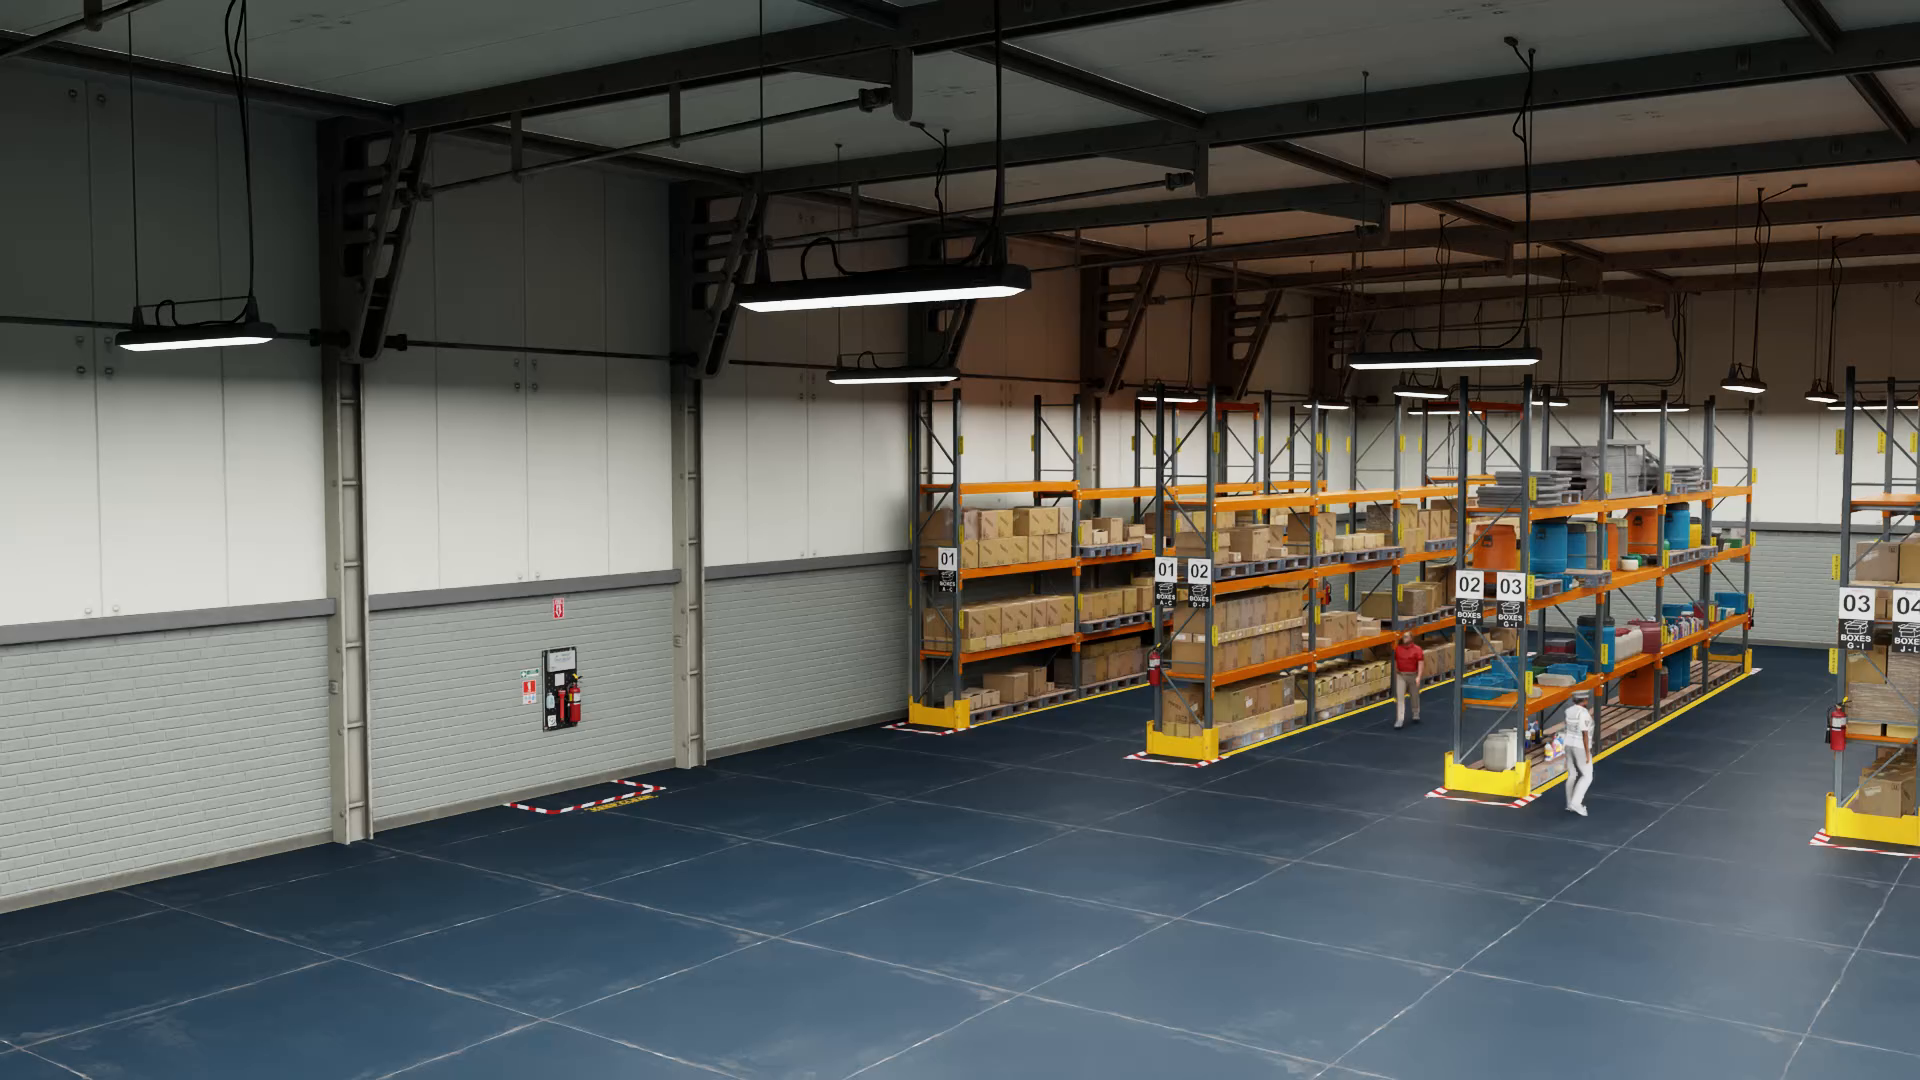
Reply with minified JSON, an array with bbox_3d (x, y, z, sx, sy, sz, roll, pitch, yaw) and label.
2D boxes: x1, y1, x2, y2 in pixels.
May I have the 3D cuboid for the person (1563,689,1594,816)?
[{"bbox_3d":[8.425,2.899,22.694,0.415,1.709,0.525,-1,3,-15],"label":"person"}]

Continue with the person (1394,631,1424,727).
[{"bbox_3d":[8.004,2.455,29.627,0.517,1.671,1.070,1,3,21],"label":"person"}]
